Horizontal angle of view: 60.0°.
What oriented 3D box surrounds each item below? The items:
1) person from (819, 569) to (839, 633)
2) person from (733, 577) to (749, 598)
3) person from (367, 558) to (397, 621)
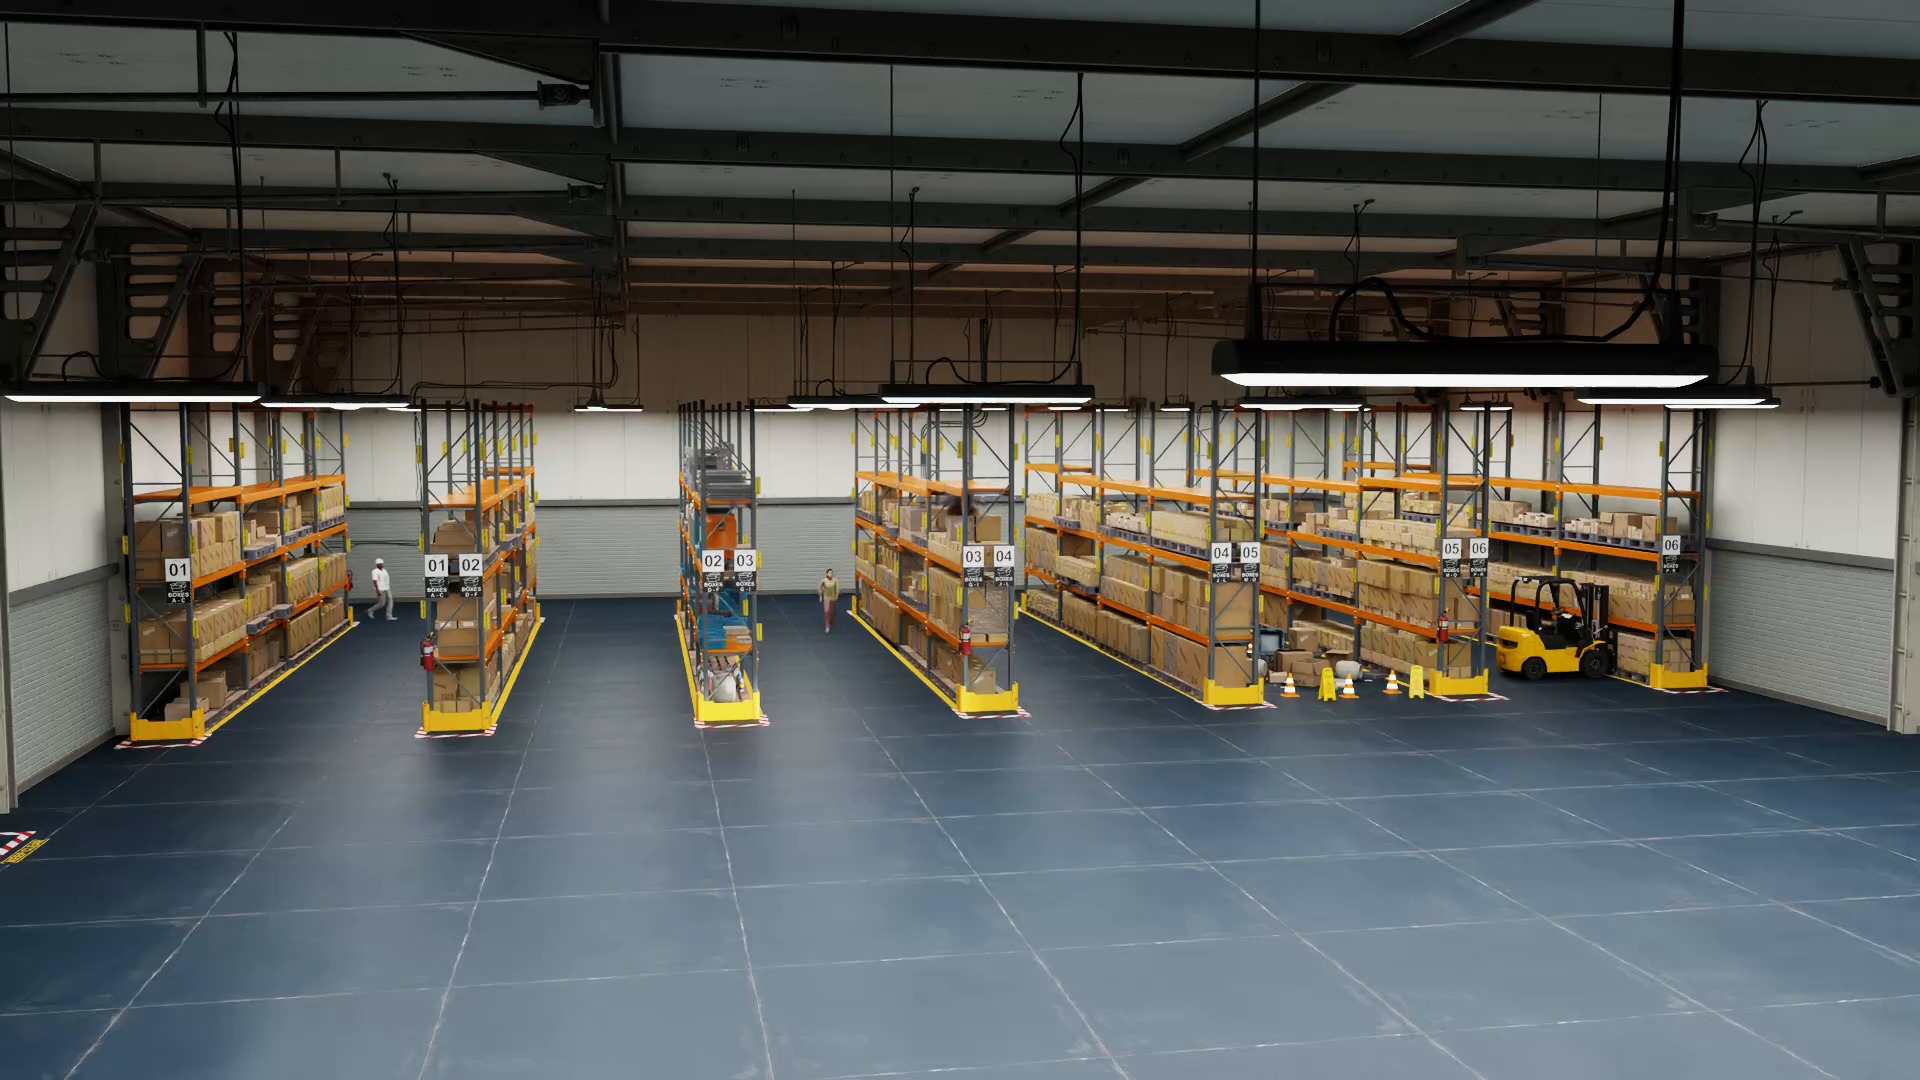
[{"bbox_3d":[-3.462,1.596,44.127,0.533,1.672,0.932,-1,4,-8],"label":"person"},{"bbox_3d":[-6.373,1.207,49.060,0.670,1.852,0.808,-1,4,-14],"label":"person"},{"bbox_3d":[-16.022,1.374,46.075,0.759,1.736,0.658,1,4,16],"label":"person"}]
